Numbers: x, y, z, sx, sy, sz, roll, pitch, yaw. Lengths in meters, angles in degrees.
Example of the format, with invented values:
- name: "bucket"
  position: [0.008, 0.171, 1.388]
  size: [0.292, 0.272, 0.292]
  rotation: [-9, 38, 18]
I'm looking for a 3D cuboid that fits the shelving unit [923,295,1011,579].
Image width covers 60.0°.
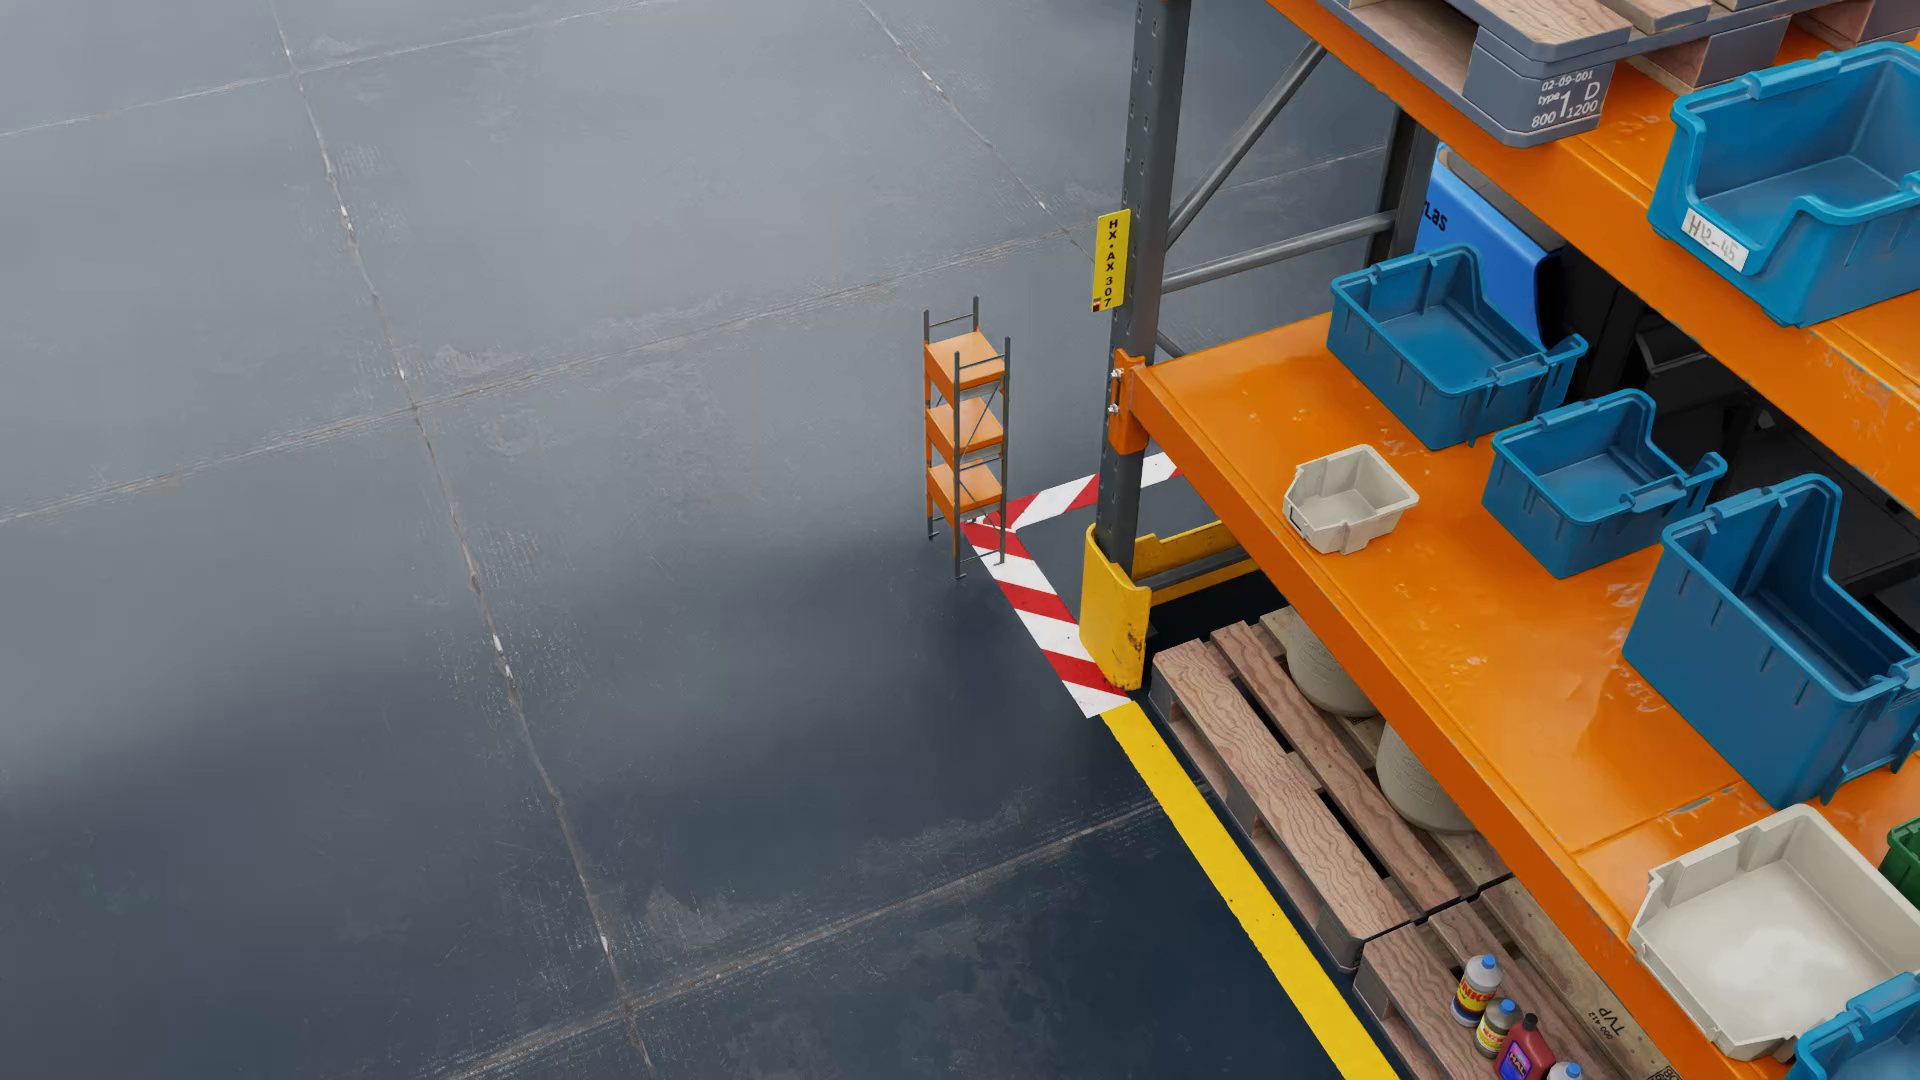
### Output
- name: "shelving unit"
  position: [0.022, -0.340, 5.847]
  size: [0.215, 1.050, 0.252]
  rotation: [-18, 47, -17]

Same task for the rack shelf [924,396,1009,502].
- name: "rack shelf"
  position: [0.022, -0.332, 5.854]
  size: [0.215, 0.259, 0.240]
  rotation: [-18, 47, -17]

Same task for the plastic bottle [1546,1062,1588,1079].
- name: "plastic bottle"
  position: [1.553, 1.430, 4.294]
  size: [0.097, 0.271, 0.097]
  rotation: [0, 45, 0]

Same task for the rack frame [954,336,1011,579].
- name: "rack frame"
  position: [0.073, -0.262, 5.768]
  size: [0.200, 1.050, 0.008]
  rotation: [-18, 47, -17]

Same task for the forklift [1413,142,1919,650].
- name: "forklift"
  position: [2.727, -0.928, 5.104]
  size: [1.130, 2.935, 3.031]
  rotation: [-17, 47, -17]

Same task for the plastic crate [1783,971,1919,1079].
- name: "plastic crate"
  position: [1.899, 1.127, 3.078]
  size: [0.499, 0.251, 0.616]
  rotation: [-18, 47, -17]

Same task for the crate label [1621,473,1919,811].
- name: "crate label"
  position: [1.948, 0.230, 3.856]
  size: [0.502, 0.435, 0.616]
  rotation: [-18, 47, -17]

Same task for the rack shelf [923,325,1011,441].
- name: "rack shelf"
  position: [0.022, -0.534, 5.655]
  size: [0.215, 0.259, 0.240]
  rotation: [-18, 47, -17]

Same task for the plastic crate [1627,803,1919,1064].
- name: "plastic crate"
  position: [1.698, 0.833, 3.458]
  size: [0.530, 0.136, 0.437]
  rotation: [-18, 47, -17]

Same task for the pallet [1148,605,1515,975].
- name: "pallet"
  position: [1.340, 0.696, 5.394]
  size: [1.003, 0.211, 1.213]
  rotation: [-18, 47, -17]

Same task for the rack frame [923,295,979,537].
- name: "rack frame"
  position: [-0.029, -0.417, 5.925]
  size: [0.200, 1.050, 0.008]
  rotation: [-18, 47, -17]

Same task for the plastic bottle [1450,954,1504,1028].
- name: "plastic bottle"
  position: [1.408, 1.212, 4.516]
  size: [0.097, 0.271, 0.097]
  rotation: [0, 45, 0]

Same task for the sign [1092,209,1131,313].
- name: "sign"
  position: [0.428, -0.789, 4.717]
  size: [0.100, 0.325, 0.005]
  rotation: [-18, 47, -17]

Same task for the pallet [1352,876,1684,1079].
- name: "pallet"
  position: [1.849, 1.472, 4.607]
  size: [1.003, 0.211, 1.213]
  rotation: [-18, 47, -17]

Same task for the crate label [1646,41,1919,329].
- name: "crate label"
  position: [1.416, -0.575, 2.667]
  size: [0.502, 0.251, 0.408]
  rotation: [-18, 47, -17]

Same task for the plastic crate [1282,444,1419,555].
- name: "plastic crate"
  position: [1.013, -0.091, 4.394]
  size: [0.298, 0.136, 0.250]
  rotation: [-18, 47, -17]

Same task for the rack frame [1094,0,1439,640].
- name: "rack frame"
  position: [0.929, -0.850, 4.976]
  size: [1.000, 3.000, 0.127]
  rotation: [-18, 47, -17]

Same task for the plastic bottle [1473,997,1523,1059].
- name: "plastic bottle"
  position: [1.452, 1.303, 4.473]
  size: [0.097, 0.201, 0.097]
  rotation: [0, 45, 0]

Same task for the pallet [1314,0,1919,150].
- name: "pallet"
  position: [1.188, -1.295, 3.425]
  size: [1.003, 0.211, 1.213]
  rotation: [-18, 47, -17]

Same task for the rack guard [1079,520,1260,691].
- name: "rack guard"
  position: [1.003, 0.074, 5.819]
  size: [1.175, 0.500, 0.348]
  rotation: [-18, 47, -17]

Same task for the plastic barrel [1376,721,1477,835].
- name: "plastic barrel"
  position: [1.486, 0.602, 4.977]
  size: [0.421, 0.512, 0.421]
  rotation: [0, 45, 0]

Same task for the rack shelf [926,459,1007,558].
- name: "rack shelf"
  position: [0.022, -0.134, 6.049]
  size: [0.215, 0.259, 0.240]
  rotation: [-18, 47, -17]

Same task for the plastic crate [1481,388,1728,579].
- name: "plastic crate"
  position: [1.679, -0.151, 4.374]
  size: [0.499, 0.251, 0.408]
  rotation: [-18, 47, -17]

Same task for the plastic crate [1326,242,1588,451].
- name: "plastic crate"
  position: [1.411, -0.567, 4.795]
  size: [0.499, 0.251, 0.616]
  rotation: [-18, 47, -17]

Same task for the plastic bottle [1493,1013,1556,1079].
- name: "plastic bottle"
  position: [1.487, 1.357, 4.360]
  size: [0.061, 0.283, 0.133]
  rotation: [-17, 47, -17]

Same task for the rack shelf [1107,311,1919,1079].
- name: "rack shelf"
  position: [1.770, 0.680, 3.937]
  size: [1.077, 0.370, 4.000]
  rotation: [-18, 47, -17]

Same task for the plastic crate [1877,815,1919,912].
- name: "plastic crate"
  position: [2.296, 0.826, 3.428]
  size: [0.450, 0.188, 0.662]
  rotation: [-18, 47, -17]

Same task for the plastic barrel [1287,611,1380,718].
- name: "plastic barrel"
  position: [1.275, 0.283, 5.300]
  size: [0.421, 0.512, 0.421]
  rotation: [0, 45, 0]
